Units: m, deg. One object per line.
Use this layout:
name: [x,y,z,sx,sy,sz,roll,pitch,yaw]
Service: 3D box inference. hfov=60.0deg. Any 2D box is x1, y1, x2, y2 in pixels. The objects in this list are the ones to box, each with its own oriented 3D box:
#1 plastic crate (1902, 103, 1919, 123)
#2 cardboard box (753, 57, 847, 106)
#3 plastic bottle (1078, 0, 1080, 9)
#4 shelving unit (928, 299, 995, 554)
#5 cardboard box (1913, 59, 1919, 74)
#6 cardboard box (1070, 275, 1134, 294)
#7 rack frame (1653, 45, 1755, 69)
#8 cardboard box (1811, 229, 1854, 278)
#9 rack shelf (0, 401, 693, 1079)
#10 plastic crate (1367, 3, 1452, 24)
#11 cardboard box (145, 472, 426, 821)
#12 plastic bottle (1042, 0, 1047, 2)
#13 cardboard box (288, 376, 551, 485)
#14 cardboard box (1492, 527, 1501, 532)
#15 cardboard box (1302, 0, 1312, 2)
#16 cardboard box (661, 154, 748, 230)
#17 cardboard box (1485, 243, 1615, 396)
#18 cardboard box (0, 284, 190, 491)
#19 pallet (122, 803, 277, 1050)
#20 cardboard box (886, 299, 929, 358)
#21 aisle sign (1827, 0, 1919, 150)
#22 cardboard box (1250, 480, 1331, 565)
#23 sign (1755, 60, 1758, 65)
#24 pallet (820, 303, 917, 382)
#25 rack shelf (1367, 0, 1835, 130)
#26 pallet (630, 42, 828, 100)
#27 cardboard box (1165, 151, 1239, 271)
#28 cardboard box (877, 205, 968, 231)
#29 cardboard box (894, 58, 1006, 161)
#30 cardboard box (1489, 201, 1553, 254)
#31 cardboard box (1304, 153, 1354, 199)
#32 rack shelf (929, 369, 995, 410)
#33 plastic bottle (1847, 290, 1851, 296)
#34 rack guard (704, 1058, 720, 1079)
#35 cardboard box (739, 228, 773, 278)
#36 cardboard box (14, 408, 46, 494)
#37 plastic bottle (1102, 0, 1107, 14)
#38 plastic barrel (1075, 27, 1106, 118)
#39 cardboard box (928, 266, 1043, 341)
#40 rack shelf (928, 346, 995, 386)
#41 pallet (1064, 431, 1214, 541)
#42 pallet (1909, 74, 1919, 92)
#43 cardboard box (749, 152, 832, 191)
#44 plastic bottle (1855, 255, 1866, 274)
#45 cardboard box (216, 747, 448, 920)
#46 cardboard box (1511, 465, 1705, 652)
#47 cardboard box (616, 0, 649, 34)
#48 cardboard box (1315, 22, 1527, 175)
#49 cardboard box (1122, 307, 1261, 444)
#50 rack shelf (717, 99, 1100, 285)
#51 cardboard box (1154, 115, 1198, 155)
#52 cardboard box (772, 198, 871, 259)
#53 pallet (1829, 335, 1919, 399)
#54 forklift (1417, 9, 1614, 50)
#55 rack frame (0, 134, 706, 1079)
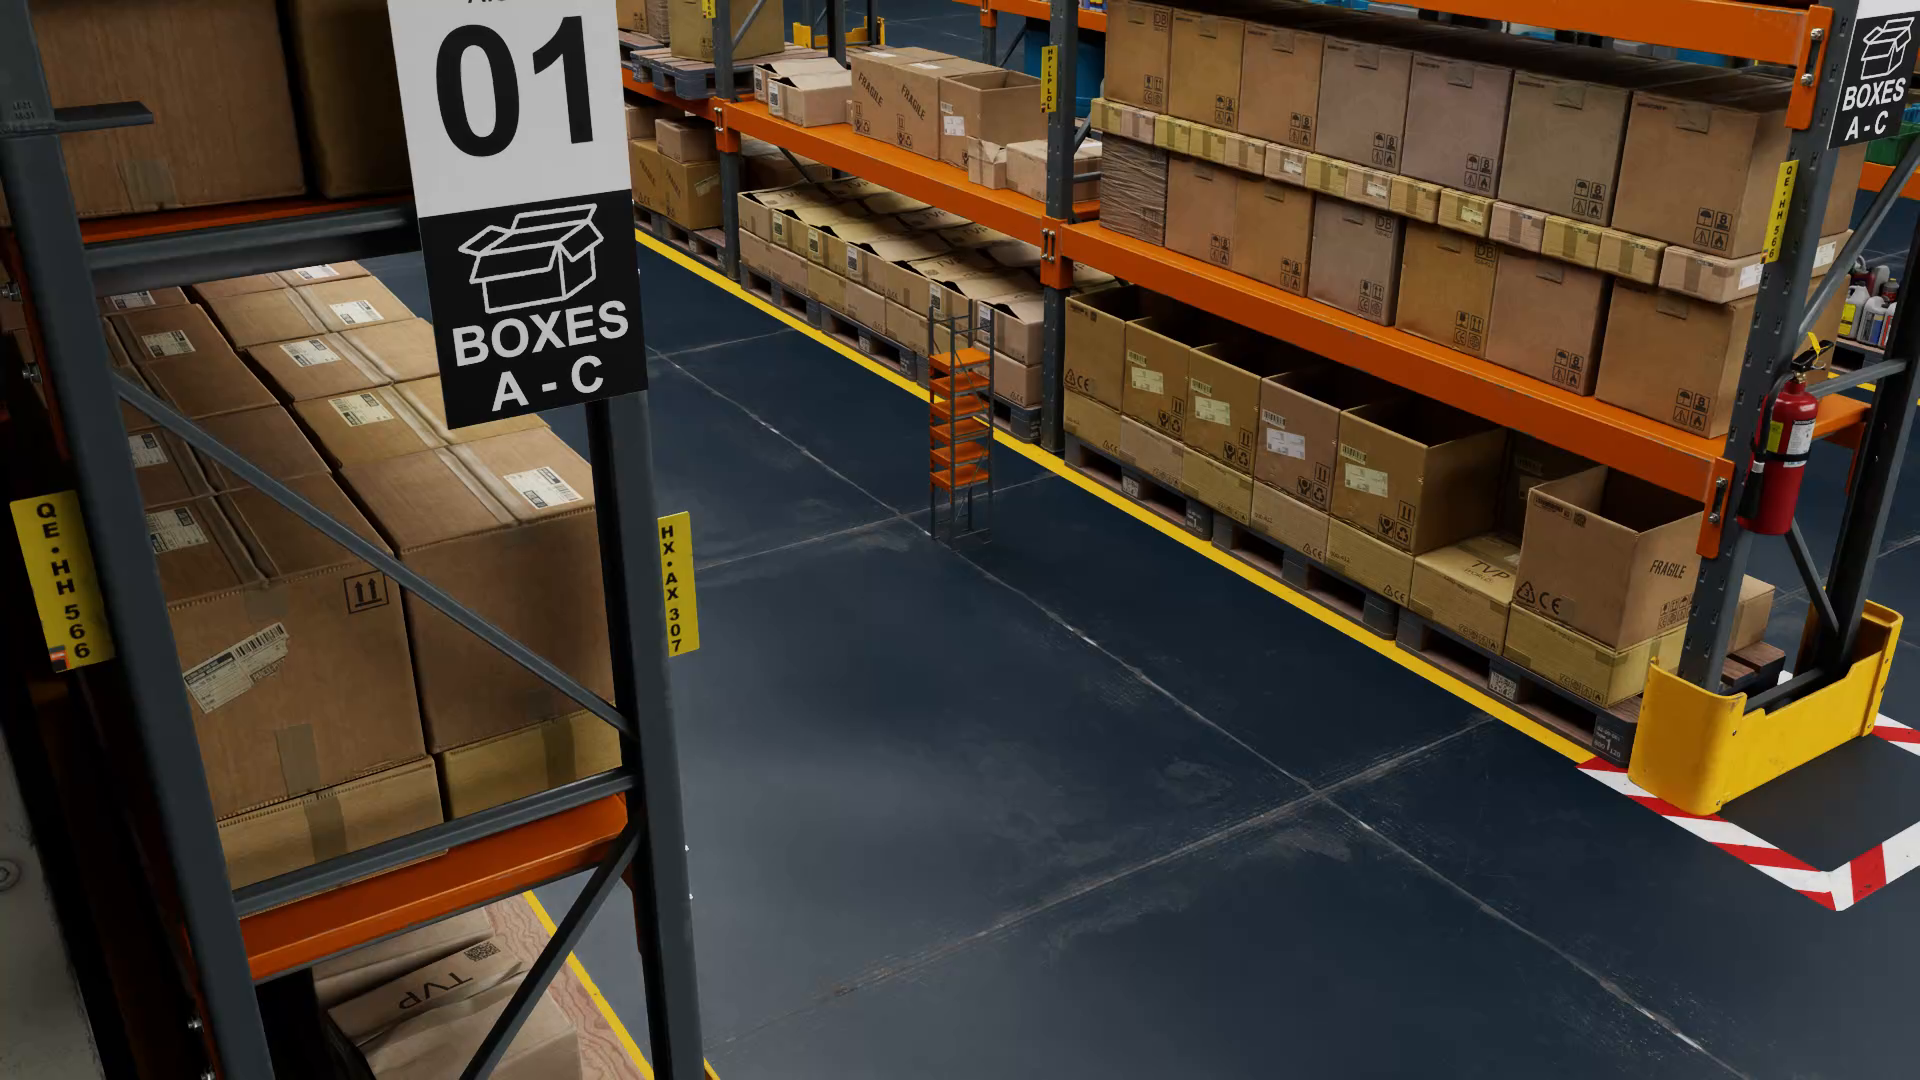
plastic crate: [5.887,-2.723,10.678,0.499,0.251,0.616,-16,29,-30]
cardboard box: [-1.119,-3.220,11.661,0.500,0.311,0.500,-14,28,-26]
plastic bottle: [1.167,-5.261,16.113,0.097,0.201,0.097,0,25,0]
shelving unit: [0.008,-0.537,7.983,0.258,1.200,0.189,-16,29,-30]
cardboard box: [11.489,-5.761,19.083,1.050,0.750,0.750,-16,30,-30]
cardboard box: [0.886,-1.376,9.722,0.500,0.311,0.500,-15,29,-29]
rack frame: [5.055,-3.123,11.351,1.000,3.000,0.127,-16,29,-30]
cardboard box: [3.053,-1.068,6.122,0.380,0.149,0.250,-16,30,-30]
rack shelf: [-2.154,0.227,5.098,1.077,0.370,4.000,-16,29,-30]
plastic crate: [3.497,-3.933,12.992,0.402,0.464,0.583,-16,29,-30]
cardboard box: [-1.497,0.217,3.549,0.500,0.500,0.500,-16,30,-30]
plastic bottle: [0.861,-5.493,16.522,0.097,0.271,0.097,0,25,0]
cardboard box: [-1.332,-0.083,4.187,0.500,0.500,0.500,-15,29,-29]
cardboard box: [2.431,-0.086,7.647,0.500,0.250,0.500,-16,29,-30]
cardboard box: [4.544,-6.622,20.761,0.875,0.875,0.875,-16,29,-30]
cardboard box: [-1.988,-2.749,12.972,0.500,0.500,0.500,-14,29,-28]
cardboard box: [2.552,-0.941,6.612,0.700,0.500,0.500,-15,29,-28]
cardboard box: [-2.617,-0.512,5.095,0.500,0.500,0.500,-15,29,-28]
pallet: [-2.179,1.116,5.639,1.003,0.211,1.213,-16,29,-30]
cardboard box: [-0.121,-1.361,10.348,0.500,0.250,0.500,-15,29,-28]
aisle sign: [2.876,-1.623,5.128,0.394,0.787,0.004,-16,29,-30]
cardboard box: [1.717,-0.142,7.766,0.500,0.250,0.500,-16,29,-30]
sign: [5.522,-3.372,11.555,0.100,0.325,0.005,-16,29,-30]
pallet: [-0.202,-1.400,10.968,1.003,0.211,1.213,-16,29,-30]
rack shelf: [1.995,-2.285,6.906,1.077,0.370,4.000,-16,29,-30]
pallet: [-1.710,-3.540,12.459,1.213,0.211,1.003,-16,29,-30]
cardboard box: [1.444,-1.670,8.158,0.700,0.500,0.500,-16,30,-30]
cardboard box: [-0.226,-2.105,11.267,0.500,0.311,0.500,-16,30,-30]
cardboard box: [-0.064,-2.661,10.256,0.500,0.500,0.500,-15,29,-29]
cardboard box: [2.299,-1.245,6.496,0.380,0.149,0.250,-15,29,-29]
cardboard box: [1.736,-1.614,7.278,0.380,0.149,0.250,-16,30,-30]
rack shelf: [0.008,-0.714,7.899,0.258,0.103,0.180,-16,29,-30]
plastic bottle: [5.593,-1.528,10.649,0.152,0.276,0.135,-16,29,-30]
rack guard: [-1.103,1.720,4.021,1.175,0.500,0.348,-16,29,-30]
cardboard box: [-1.241,-2.091,11.895,0.500,0.250,0.500,-16,29,-30]
cardboard box: [-2.879,-0.359,5.648,0.500,0.250,0.500,-17,30,-31]
plastic bottle: [1.444,-5.166,15.736,0.144,0.351,0.185,-16,29,-30]
plastic barrel: [1.357,-4.773,16.813,0.600,0.901,0.708,-16,29,-30]
cardboard box: [0.152,-1.432,9.842,0.500,0.311,0.500,-15,29,-28]
rack shelf: [0.008,-0.823,7.848,0.258,0.103,0.180,-16,29,-30]
pallet: [1.302,-0.414,8.880,1.003,0.211,1.213,-16,29,-30]
pallet: [11.599,-5.267,19.159,1.003,0.211,1.213,-16,29,-30]
cardboard box: [-1.290,-2.698,12.865,0.500,0.500,0.500,-14,29,-27]
plastic bottle: [5.929,-1.776,11.087,0.144,0.351,0.185,-16,29,-30]
cardboard box: [-1.480,0.554,3.716,0.500,0.250,0.500,-15,29,-29]
cardboard box: [2.544,0.053,6.474,0.500,0.500,0.500,-16,29,-30]
cardboard box: [-2.448,-4.449,13.551,0.500,0.500,0.700,21,33,37]
cardboard box: [1.972,-1.906,7.136,0.700,0.500,0.500,-16,29,-30]
cardboard box: [1.173,-0.839,8.365,0.500,0.500,0.500,-16,29,-30]
rack shelf: [-0.189,-2.360,10.577,1.077,0.370,4.000,-16,29,-30]
cardboard box: [1.167,-1.985,8.065,0.380,0.149,0.250,-16,30,-31]
cardboard box: [-0.947,-2.159,11.381,0.500,0.311,0.500,-16,30,-31]
pallet: [6.057,-1.175,10.491,1.003,0.211,1.213,-16,29,-30]
forklift: [3.049,-2.469,10.047,1.130,2.935,3.031,-8,26,-16]
rack frame: [-1.062,0.617,3.430,1.000,3.000,0.127,-16,29,-30]
